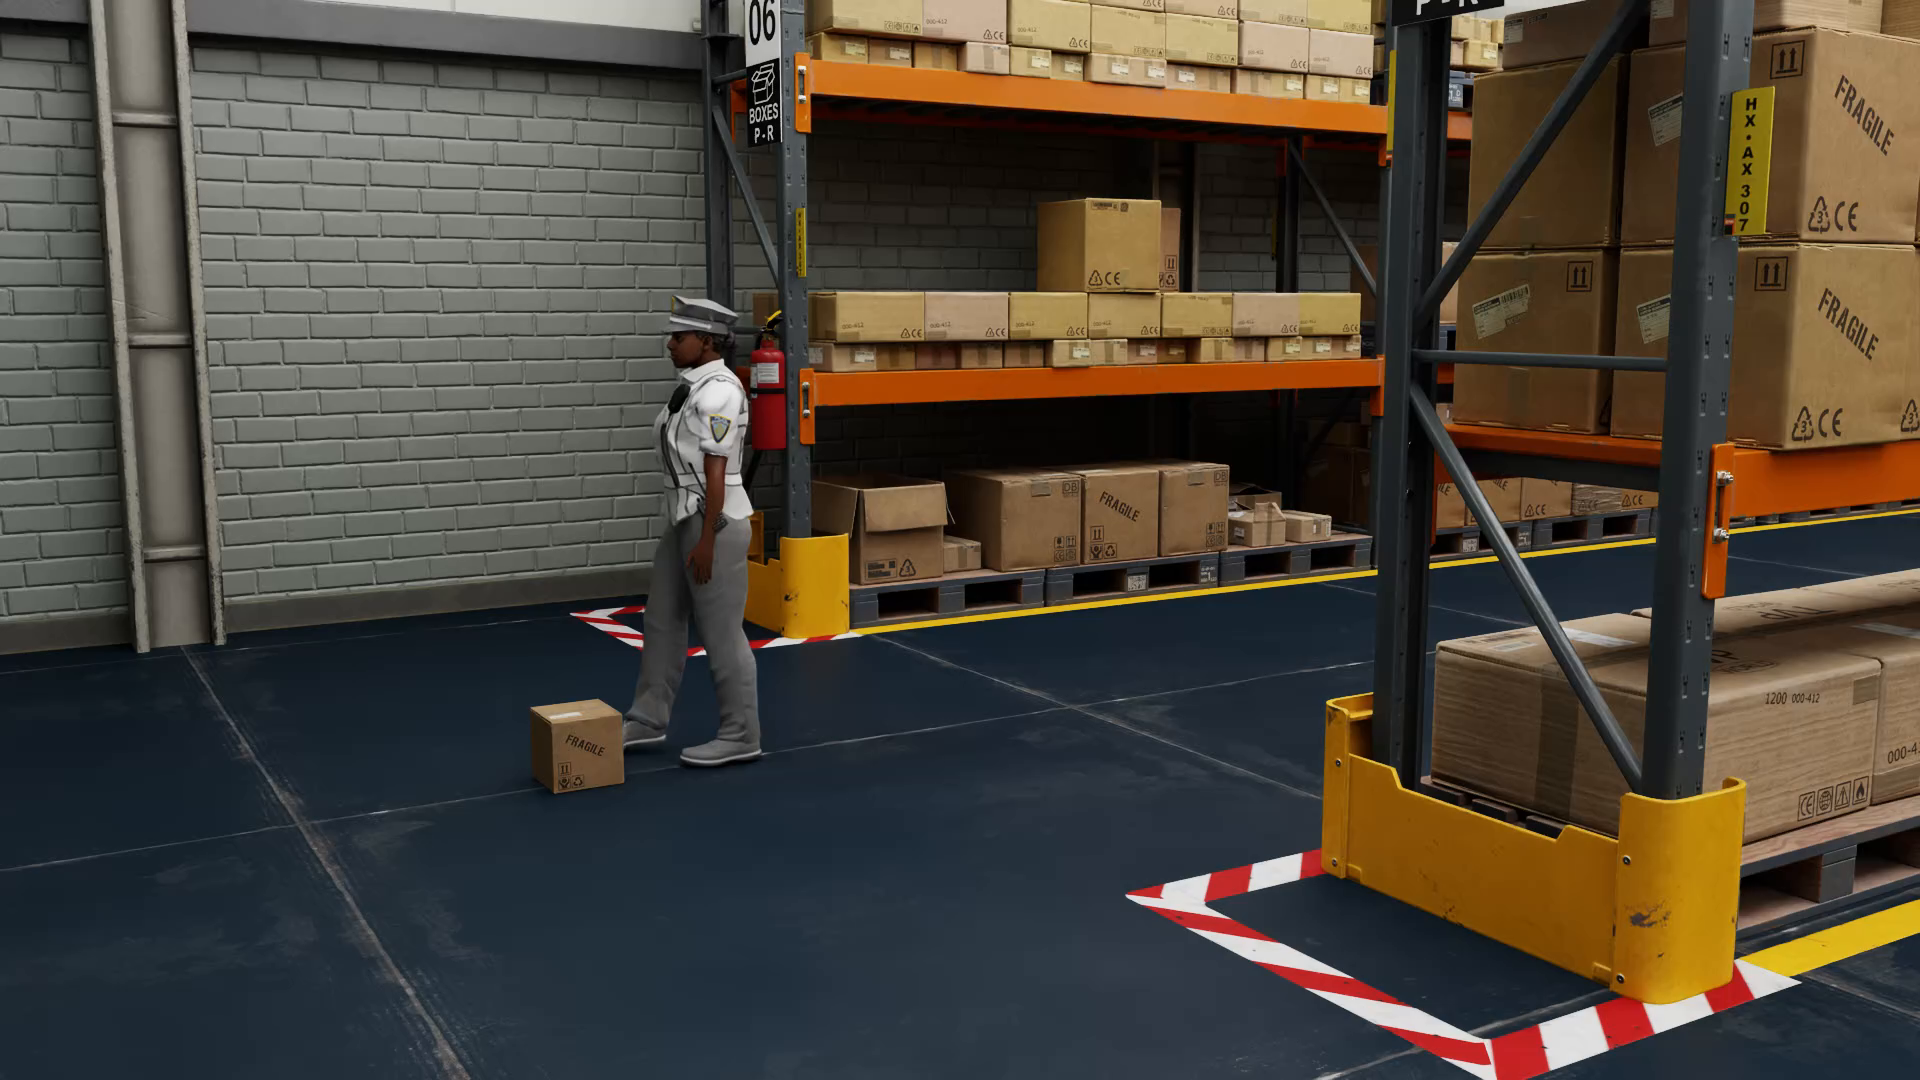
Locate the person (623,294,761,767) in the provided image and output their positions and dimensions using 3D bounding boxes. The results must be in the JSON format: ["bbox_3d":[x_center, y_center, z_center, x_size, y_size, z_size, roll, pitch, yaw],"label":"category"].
[{"bbox_3d":[-1.036,-0.032,5.936,0.585,1.672,0.497,-3,9,-23],"label":"person"}]
